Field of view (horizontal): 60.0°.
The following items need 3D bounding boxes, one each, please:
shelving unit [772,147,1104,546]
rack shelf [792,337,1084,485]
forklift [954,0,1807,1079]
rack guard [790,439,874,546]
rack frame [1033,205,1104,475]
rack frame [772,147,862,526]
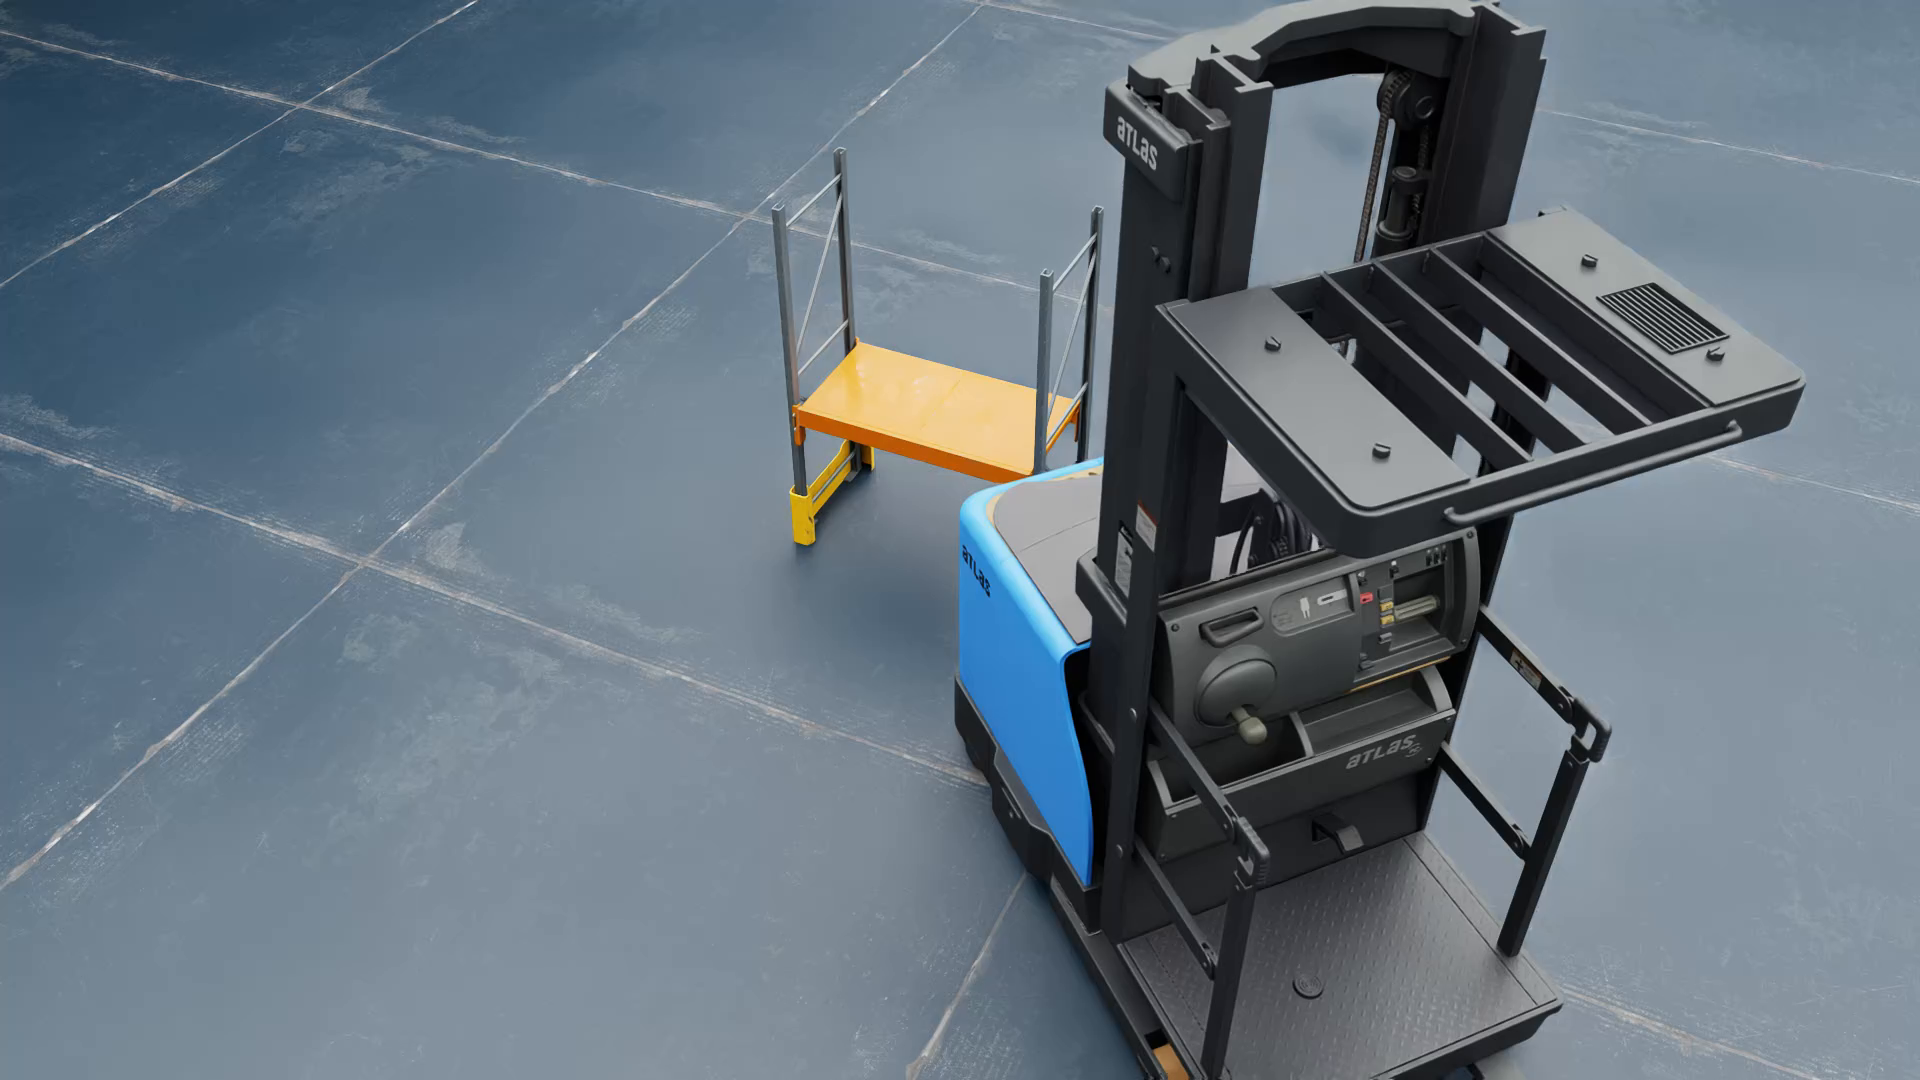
[{"bbox_3d":[-0.069,-0.588,6.283,1.083,1.500,0.587,17,44,19],"label":"shelving unit"},{"bbox_3d":[-0.077,-0.454,6.404,1.000,0.185,0.538,17,44,19],"label":"rack shelf"},{"bbox_3d":[1.031,0.322,4.141,1.130,2.935,3.031,-16,43,-17],"label":"forklift"},{"bbox_3d":[-0.520,-0.253,6.852,0.087,0.250,0.587,17,44,19],"label":"rack guard"},{"bbox_3d":[0.383,-0.450,6.124,0.032,1.500,0.500,17,44,19],"label":"rack frame"},{"bbox_3d":[-0.538,-0.731,6.448,0.032,1.500,0.500,17,44,19],"label":"rack frame"}]
